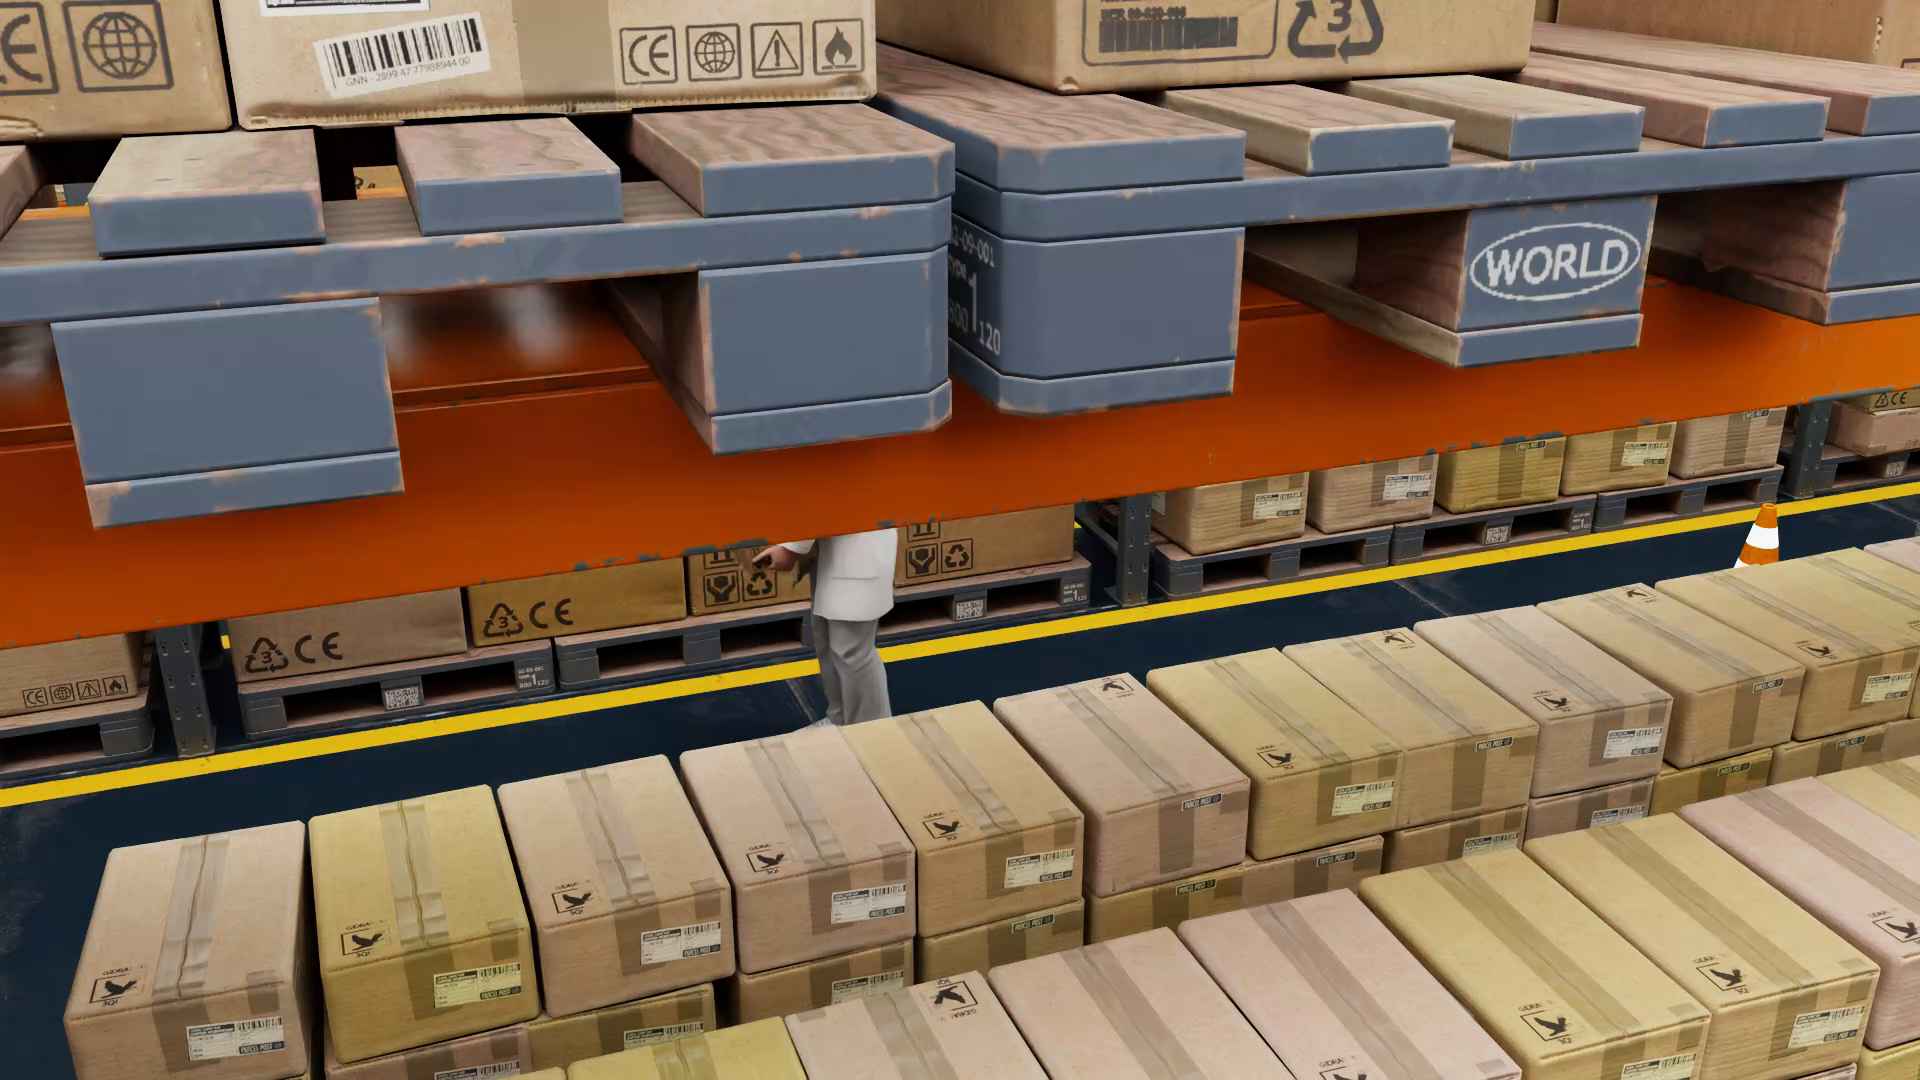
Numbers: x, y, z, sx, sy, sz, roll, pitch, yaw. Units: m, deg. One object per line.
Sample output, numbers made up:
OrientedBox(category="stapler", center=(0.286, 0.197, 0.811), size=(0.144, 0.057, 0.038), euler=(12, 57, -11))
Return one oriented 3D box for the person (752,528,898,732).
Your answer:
OrientedBox(category="person", center=(-0.514, 0.028, 6.048), size=(0.564, 1.781, 0.528), euler=(-9, 24, -20))
